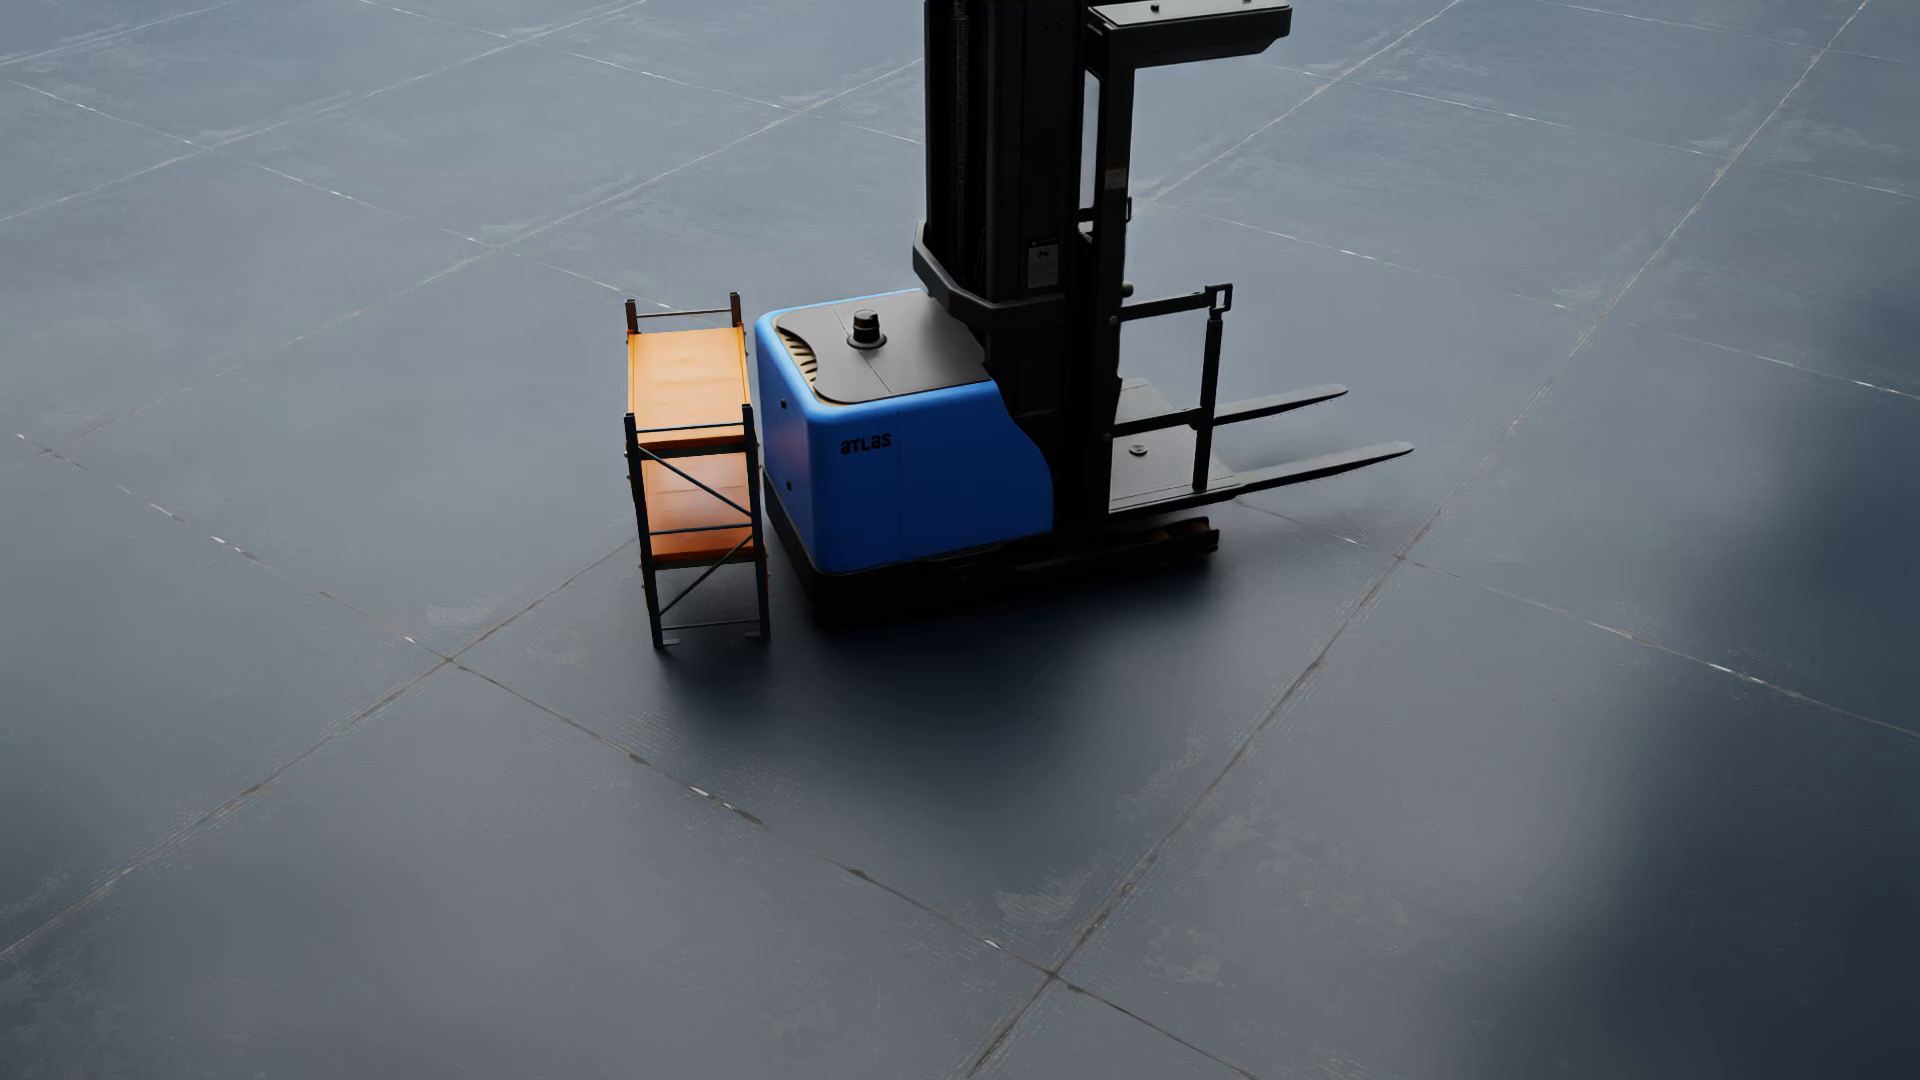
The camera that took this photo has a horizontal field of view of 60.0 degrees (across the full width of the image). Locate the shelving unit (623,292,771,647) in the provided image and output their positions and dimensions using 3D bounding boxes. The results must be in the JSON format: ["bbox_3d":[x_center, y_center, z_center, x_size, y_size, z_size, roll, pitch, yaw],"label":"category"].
[{"bbox_3d":[-1.142,-0.323,7.224,0.538,1.125,1.048,-5,34,-8],"label":"shelving unit"}]

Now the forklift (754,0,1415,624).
[{"bbox_3d":[0.655,-1.355,7.138,3.031,2.935,1.130,-12,36,-16],"label":"forklift"}]

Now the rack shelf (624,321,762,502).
[{"bbox_3d":[-1.142,-0.566,7.060,0.538,0.278,1.000,-5,34,-8],"label":"rack shelf"}]

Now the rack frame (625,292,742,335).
[{"bbox_3d":[-1.223,-0.605,7.640,0.500,1.125,0.032,-5,34,-8],"label":"rack frame"}]

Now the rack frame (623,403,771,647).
[{"bbox_3d":[-1.061,-0.042,6.808,0.500,1.125,0.032,-5,34,-8],"label":"rack frame"}]

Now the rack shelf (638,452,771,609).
[{"bbox_3d":[-1.142,-0.121,7.361,0.538,0.278,1.000,-5,34,-8],"label":"rack shelf"}]
